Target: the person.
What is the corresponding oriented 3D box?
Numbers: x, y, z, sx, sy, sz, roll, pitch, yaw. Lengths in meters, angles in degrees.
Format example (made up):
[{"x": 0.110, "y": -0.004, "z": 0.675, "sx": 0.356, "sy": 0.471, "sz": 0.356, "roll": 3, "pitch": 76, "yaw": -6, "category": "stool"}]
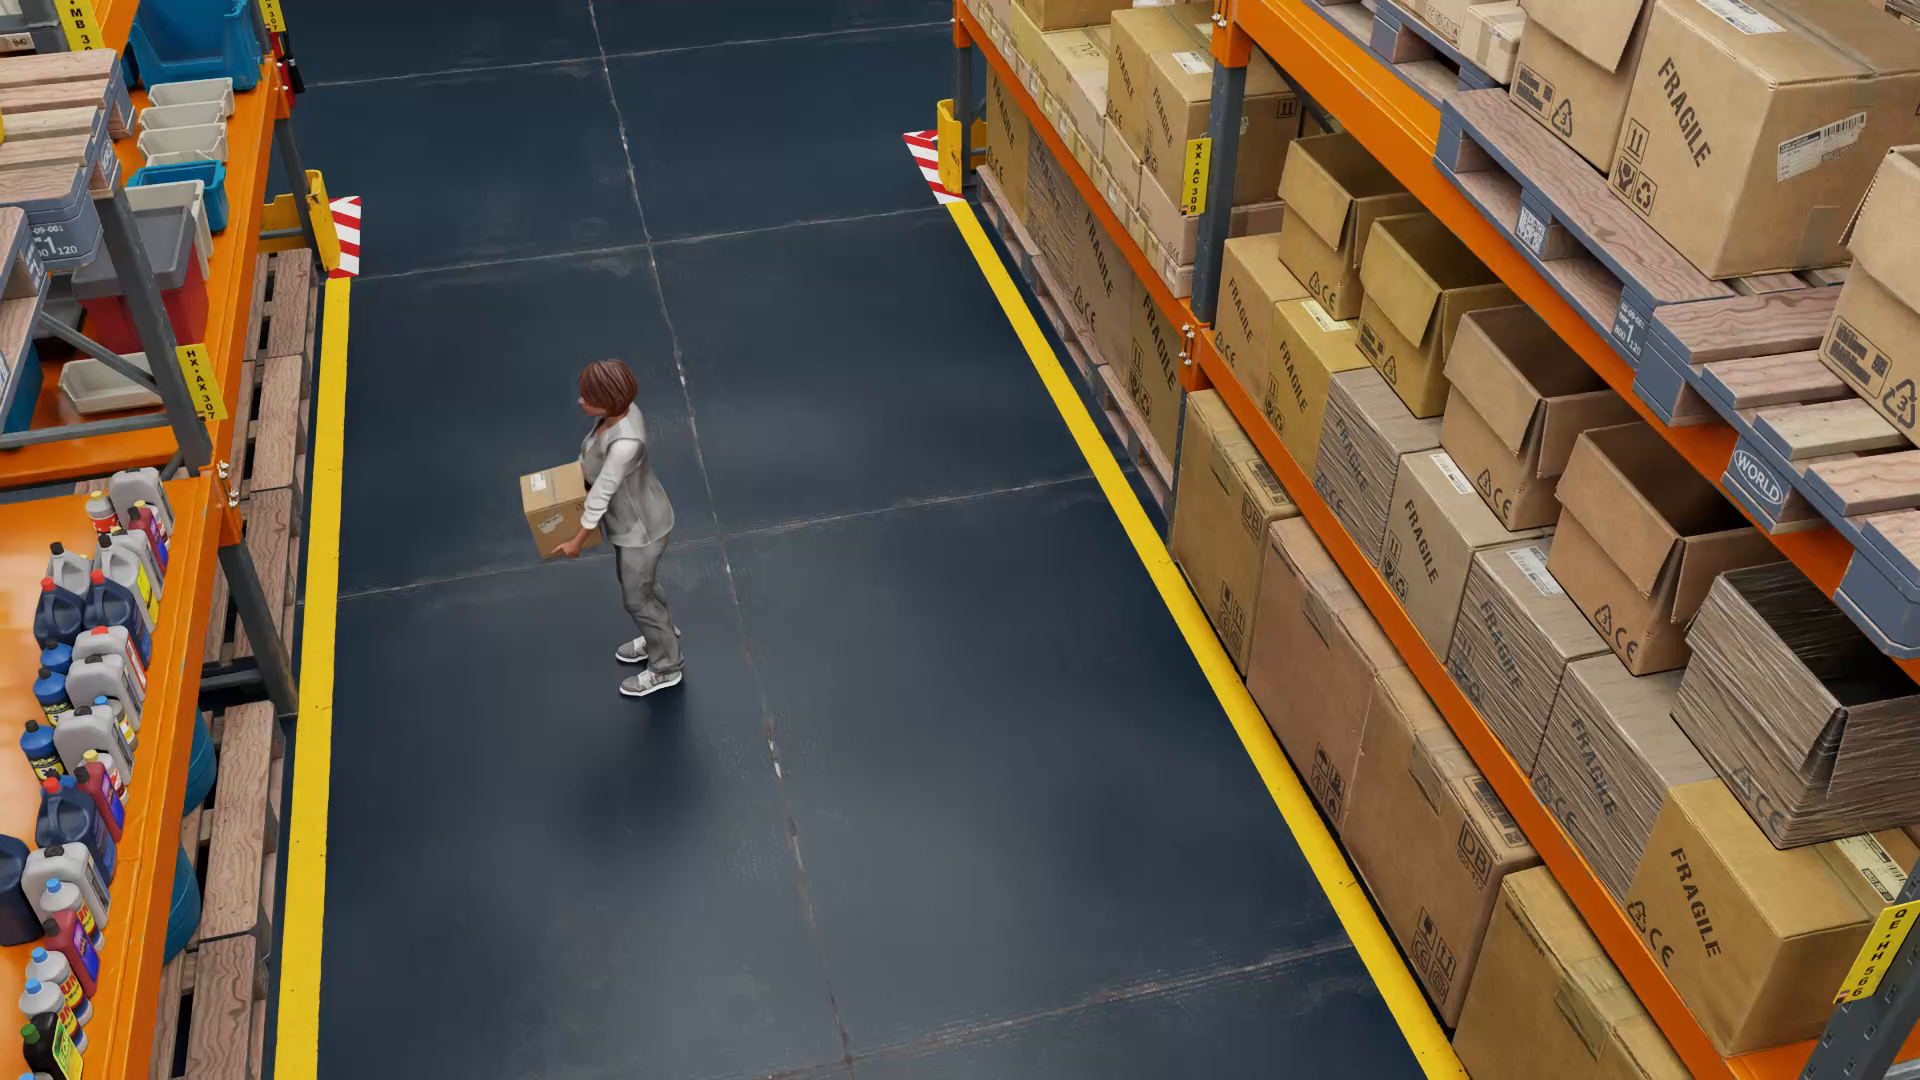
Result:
[{"x": -1.328, "y": -0.047, "z": 6.781, "sx": 0.347, "sy": 1.592, "sz": 0.483, "roll": -12, "pitch": 40, "yaw": -14, "category": "person"}]
